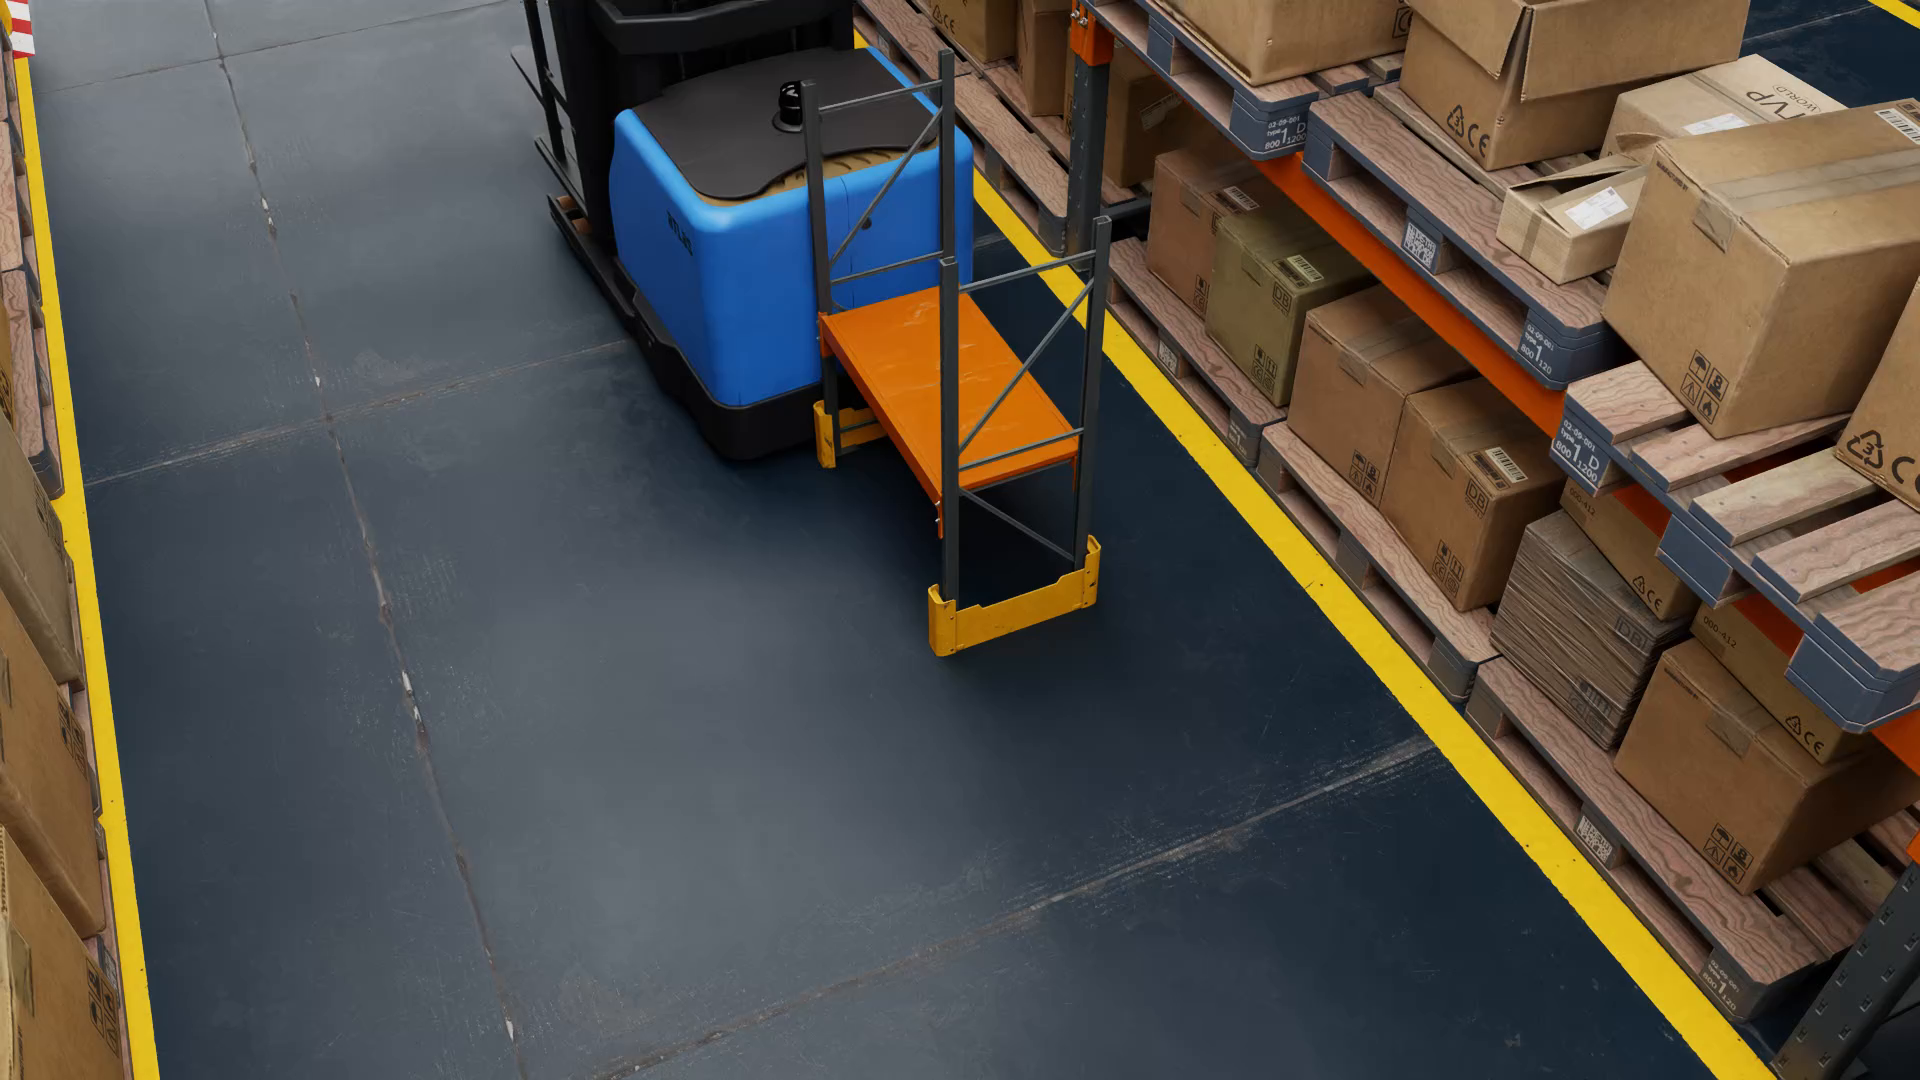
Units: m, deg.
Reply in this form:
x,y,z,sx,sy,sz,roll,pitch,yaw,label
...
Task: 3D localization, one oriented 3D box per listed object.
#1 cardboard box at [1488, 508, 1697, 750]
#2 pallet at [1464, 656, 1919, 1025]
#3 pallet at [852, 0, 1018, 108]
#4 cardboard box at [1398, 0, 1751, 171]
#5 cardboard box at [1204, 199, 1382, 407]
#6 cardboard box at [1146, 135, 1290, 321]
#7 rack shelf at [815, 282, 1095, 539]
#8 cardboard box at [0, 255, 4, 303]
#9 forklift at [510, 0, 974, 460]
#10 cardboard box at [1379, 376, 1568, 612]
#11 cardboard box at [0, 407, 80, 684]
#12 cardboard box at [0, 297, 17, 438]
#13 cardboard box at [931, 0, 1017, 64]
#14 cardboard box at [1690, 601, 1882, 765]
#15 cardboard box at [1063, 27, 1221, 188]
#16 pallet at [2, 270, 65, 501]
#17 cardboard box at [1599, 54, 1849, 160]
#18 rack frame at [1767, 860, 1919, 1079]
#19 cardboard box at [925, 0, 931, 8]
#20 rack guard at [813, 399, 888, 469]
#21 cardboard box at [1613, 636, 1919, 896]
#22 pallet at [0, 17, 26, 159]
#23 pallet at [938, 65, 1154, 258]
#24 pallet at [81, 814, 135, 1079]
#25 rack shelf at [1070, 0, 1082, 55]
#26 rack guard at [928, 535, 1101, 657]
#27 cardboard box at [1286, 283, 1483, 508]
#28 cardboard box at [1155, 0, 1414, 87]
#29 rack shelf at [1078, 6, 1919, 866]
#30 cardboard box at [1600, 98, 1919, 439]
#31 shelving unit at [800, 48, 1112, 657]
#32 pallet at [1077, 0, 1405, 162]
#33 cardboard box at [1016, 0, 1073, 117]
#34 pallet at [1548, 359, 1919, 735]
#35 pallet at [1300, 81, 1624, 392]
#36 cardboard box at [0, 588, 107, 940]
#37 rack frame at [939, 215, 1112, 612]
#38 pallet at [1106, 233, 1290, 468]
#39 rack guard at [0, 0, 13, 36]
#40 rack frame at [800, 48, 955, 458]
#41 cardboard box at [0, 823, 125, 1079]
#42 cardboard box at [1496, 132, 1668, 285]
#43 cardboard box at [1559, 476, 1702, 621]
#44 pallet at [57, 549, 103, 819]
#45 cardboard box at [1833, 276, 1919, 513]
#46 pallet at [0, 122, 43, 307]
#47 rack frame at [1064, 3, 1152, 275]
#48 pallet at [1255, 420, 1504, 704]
x,y,z,sx,sy,sz,roll,pitch,yaw,label
2.049,0.164,4.915,0.700,0.500,0.500,-22,49,-21,cardboard box
2.267,0.695,4.895,1.003,0.211,1.213,-18,47,-17,pallet
0.081,-2.551,8.185,1.003,0.211,1.213,-18,47,-17,pallet
1.725,-1.457,4.718,0.797,0.503,0.637,-14,46,-13,cardboard box
1.334,-0.907,6.001,0.700,0.500,0.500,-18,47,-18,cardboard box
1.151,-1.217,6.314,0.700,0.500,0.500,-22,49,-20,cardboard box
-0.036,-0.460,5.405,0.538,0.185,1.000,-18,47,-17,rack shelf
-4.214,-1.335,6.181,0.875,0.875,0.875,-18,47,-17,cardboard box
-1.081,-2.360,6.055,1.130,2.935,3.031,-21,48,-20,forklift
1.804,-0.196,5.279,0.700,0.500,0.500,-14,46,-14,cardboard box
-3.288,0.073,4.843,1.050,0.750,0.750,-18,47,-18,cardboard box
-3.832,-0.762,5.600,0.875,0.875,0.875,-17,47,-17,cardboard box
0.200,-2.609,7.740,0.500,0.500,0.500,-22,49,-21,cardboard box
2.285,0.249,4.294,0.500,0.250,0.500,-16,47,-16,cardboard box
0.780,-1.874,6.995,0.500,0.500,0.500,-19,48,-19,cardboard box
-3.880,-0.462,6.068,1.003,0.211,1.213,-18,47,-17,pallet
2.098,-1.031,4.467,0.500,0.250,0.500,-19,48,-19,cardboard box
2.594,0.201,3.410,1.000,3.000,0.127,-18,47,-17,rack frame
0.006,-2.978,8.113,0.500,0.500,0.500,-14,46,-14,cardboard box
-0.241,-0.455,6.033,0.587,0.250,0.087,-18,47,-17,rack guard
2.294,0.513,4.561,0.700,0.500,0.500,-20,48,-19,cardboard box
-4.905,-2.017,7.644,1.003,0.211,1.213,-18,47,-17,pallet
0.597,-1.773,7.396,1.003,0.211,1.213,-18,47,-17,pallet
-2.721,1.293,4.289,1.003,0.211,1.213,-18,47,-17,pallet
0.071,-3.366,7.538,1.077,0.370,4.000,-18,47,-17,rack shelf
0.177,0.180,5.390,0.587,0.250,0.087,-18,47,-17,rack guard
1.570,-0.551,5.639,0.700,0.500,0.500,-22,49,-21,cardboard box
1.119,-2.163,5.081,1.000,1.000,1.000,-18,47,-17,cardboard box
1.753,-0.817,4.955,1.077,0.370,4.000,-18,47,-17,rack shelf
2.005,-0.642,3.895,0.700,0.500,0.500,-12,46,-12,cardboard box
-0.032,-0.582,5.272,0.587,1.500,1.083,-18,47,-17,shelving unit
1.101,-1.750,5.524,1.003,0.211,1.213,-18,47,-17,pallet
0.532,-2.237,7.362,0.500,0.500,0.500,-5,45,-5,cardboard box
2.198,-0.153,3.906,1.213,0.211,1.003,-18,47,-17,pallet
1.724,-0.980,4.744,1.003,0.211,1.213,-18,47,-17,pallet
-2.886,0.689,4.219,1.050,0.750,0.750,-18,47,-17,cardboard box
0.178,-0.264,4.950,0.500,1.500,0.032,-18,47,-17,rack frame
1.241,-0.859,6.471,1.003,0.211,1.213,-18,47,-17,pallet
-5.323,-2.622,8.051,1.175,0.500,0.348,-18,47,-17,rack guard
-0.250,-0.912,5.607,0.500,1.500,0.032,-18,47,-17,rack frame
-2.494,1.282,3.618,1.050,0.750,0.750,-17,47,-17,cardboard box
1.648,-0.883,4.306,0.396,0.266,0.258,-19,48,-19,cardboard box
2.053,-0.086,4.634,0.500,0.250,0.500,-13,46,-13,cardboard box
-3.238,0.515,5.078,1.003,0.211,1.213,-18,47,-17,pallet
2.330,-0.316,3.565,0.500,0.500,0.500,-24,49,-22,cardboard box
-4.396,-1.241,6.858,1.003,0.211,1.213,-18,47,-17,pallet
0.912,-2.348,5.994,1.000,3.000,0.127,-18,47,-17,rack frame
1.758,-0.081,5.682,1.003,0.211,1.213,-18,47,-17,pallet
